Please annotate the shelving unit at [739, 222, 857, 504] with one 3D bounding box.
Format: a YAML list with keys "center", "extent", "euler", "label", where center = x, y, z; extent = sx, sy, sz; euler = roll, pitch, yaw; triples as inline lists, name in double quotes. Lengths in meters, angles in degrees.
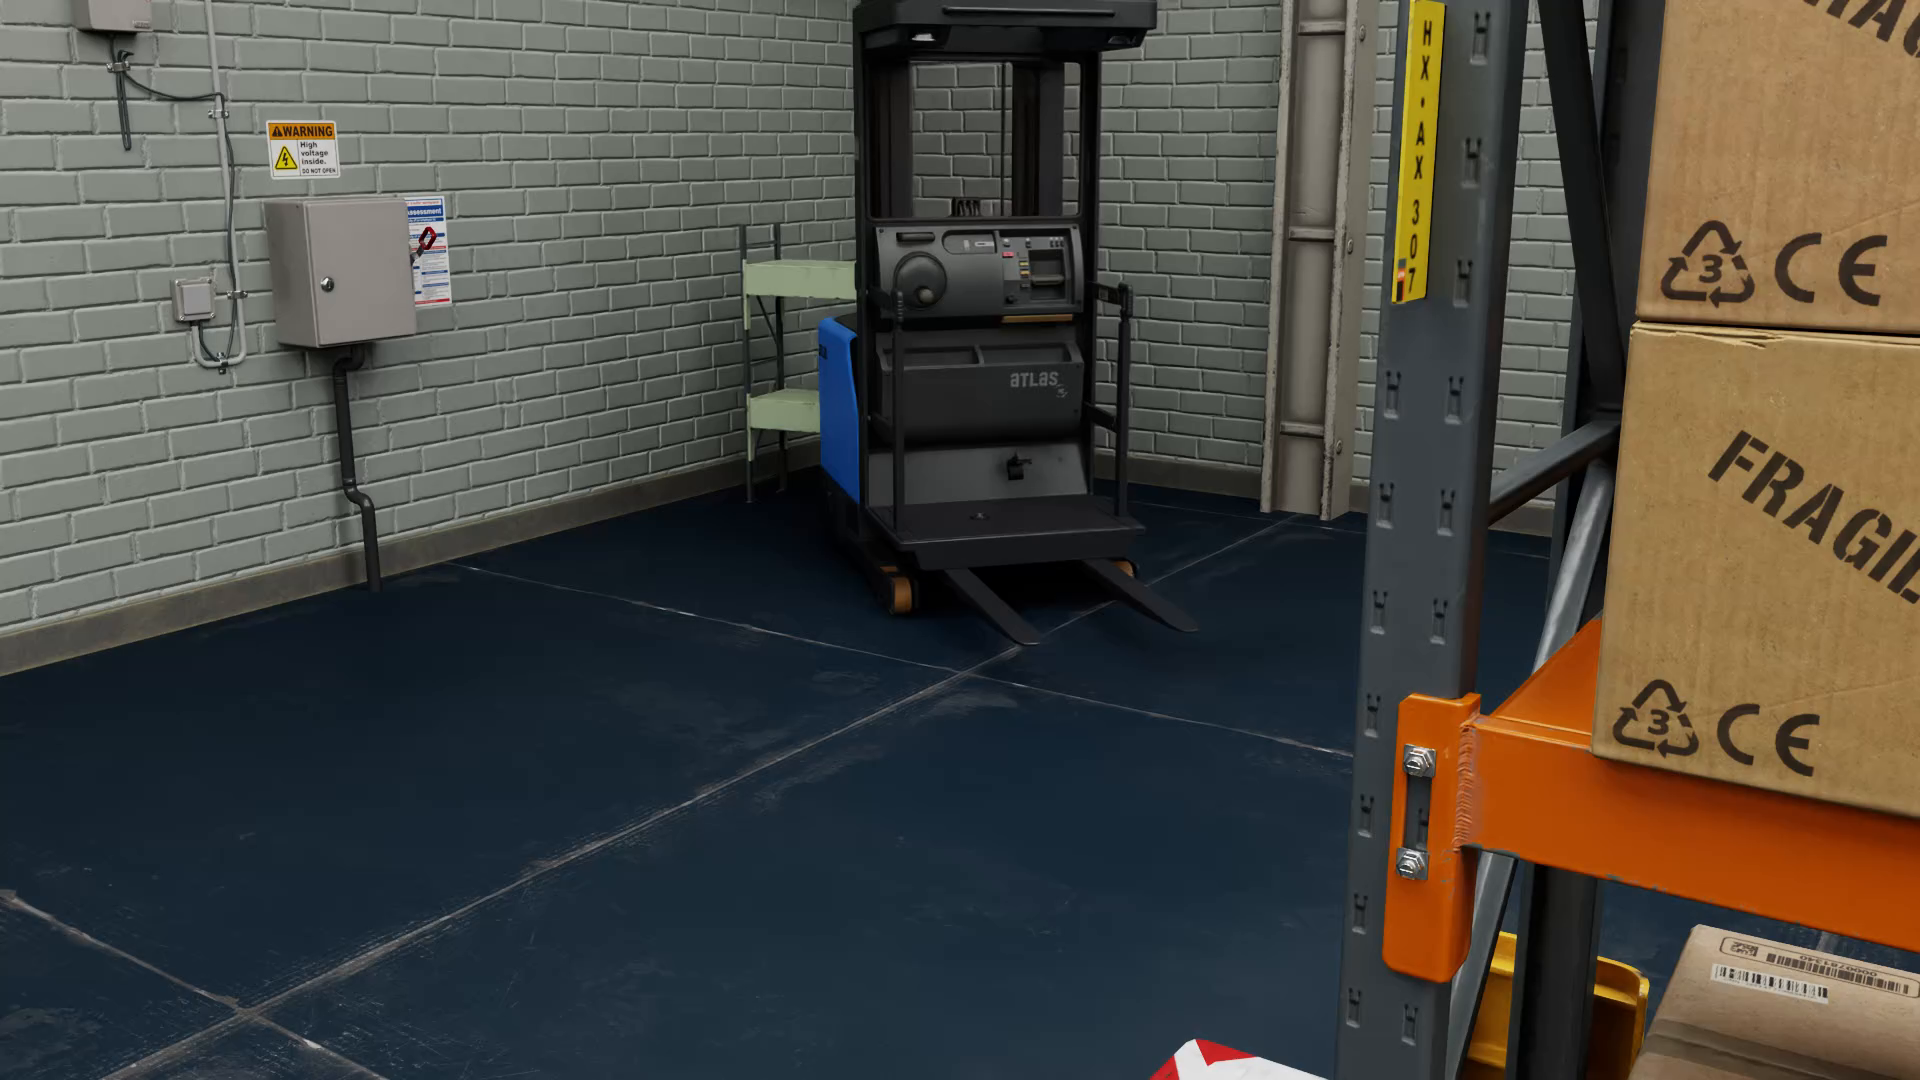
- center: [-0.741, -0.937, 8.987]
  extent: [0.755, 1.500, 0.431]
  euler: [6, 15, 23]
  label: "shelving unit"

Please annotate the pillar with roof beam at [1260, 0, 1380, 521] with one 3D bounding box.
- center: [-0.543, -3.668, 4.413]
  extent: [0.400, 9.000, 9.100]
  euler: [9, 17, 33]
  label: "pillar with roof beam"

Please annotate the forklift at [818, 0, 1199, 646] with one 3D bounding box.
- center: [0.150, -1.207, 7.098]
  extent: [1.130, 2.935, 3.031]
  euler: [-4, 14, -15]
  label: "forklift"

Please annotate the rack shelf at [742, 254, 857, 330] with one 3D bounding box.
- center: [-0.741, -1.316, 8.893]
  extent: [0.720, 0.370, 0.431]
  euler: [6, 15, 23]
  label: "rack shelf"

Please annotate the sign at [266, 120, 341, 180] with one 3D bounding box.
- center: [-2.775, -1.651, 7.032]
  extent: [0.001, 0.242, 0.339]
  euler: [9, 17, 33]
  label: "sign"

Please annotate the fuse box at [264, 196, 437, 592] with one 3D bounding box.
- center: [-2.572, -0.608, 7.219]
  extent: [0.414, 1.711, 0.539]
  euler: [9, 17, 33]
  label: "fuse box"

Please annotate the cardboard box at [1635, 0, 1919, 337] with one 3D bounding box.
- center: [1.066, -0.495, 1.793]
  extent: [0.500, 0.500, 0.500]
  euler: [9, 16, 32]
  label: "cardboard box"

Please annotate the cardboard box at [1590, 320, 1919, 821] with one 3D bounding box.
- center: [1.065, -0.010, 1.911]
  extent: [0.500, 0.500, 0.500]
  euler: [9, 17, 32]
  label: "cardboard box"

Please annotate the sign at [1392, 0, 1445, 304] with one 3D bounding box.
- center: [0.512, -0.431, 1.857]
  extent: [0.005, 0.325, 0.100]
  euler: [9, 17, 33]
  label: "sign"

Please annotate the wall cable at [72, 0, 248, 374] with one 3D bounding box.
- center: [-3.083, -1.612, 6.477]
  extent: [0.122, 1.984, 0.588]
  euler: [9, 17, 33]
  label: "wall cable"

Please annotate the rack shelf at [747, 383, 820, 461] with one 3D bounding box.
- center: [-0.741, -0.620, 9.065]
  extent: [0.720, 0.370, 0.431]
  euler: [6, 15, 23]
  label: "rack shelf"

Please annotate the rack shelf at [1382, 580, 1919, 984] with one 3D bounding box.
- center: [2.486, 0.535, 1.418]
  extent: [4.000, 0.370, 1.077]
  euler: [9, 17, 33]
  label: "rack shelf"

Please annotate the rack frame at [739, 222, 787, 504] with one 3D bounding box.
- center: [-1.077, -0.972, 9.129]
  extent: [0.023, 1.500, 0.400]
  euler: [6, 15, 23]
  label: "rack frame"

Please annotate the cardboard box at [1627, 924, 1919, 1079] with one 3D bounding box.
- center: [1.430, 1.026, 2.395]
  extent: [0.875, 0.438, 0.875]
  euler: [9, 16, 31]
  label: "cardboard box"

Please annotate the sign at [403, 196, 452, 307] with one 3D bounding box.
- center: [-2.468, -1.314, 7.585]
  extent: [0.001, 0.494, 0.329]
  euler: [9, 17, 33]
  label: "sign"

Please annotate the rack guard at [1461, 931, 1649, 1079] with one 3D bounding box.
- center: [0.807, 1.127, 2.728]
  extent: [0.348, 0.500, 1.175]
  euler: [9, 17, 33]
  label: "rack guard"
